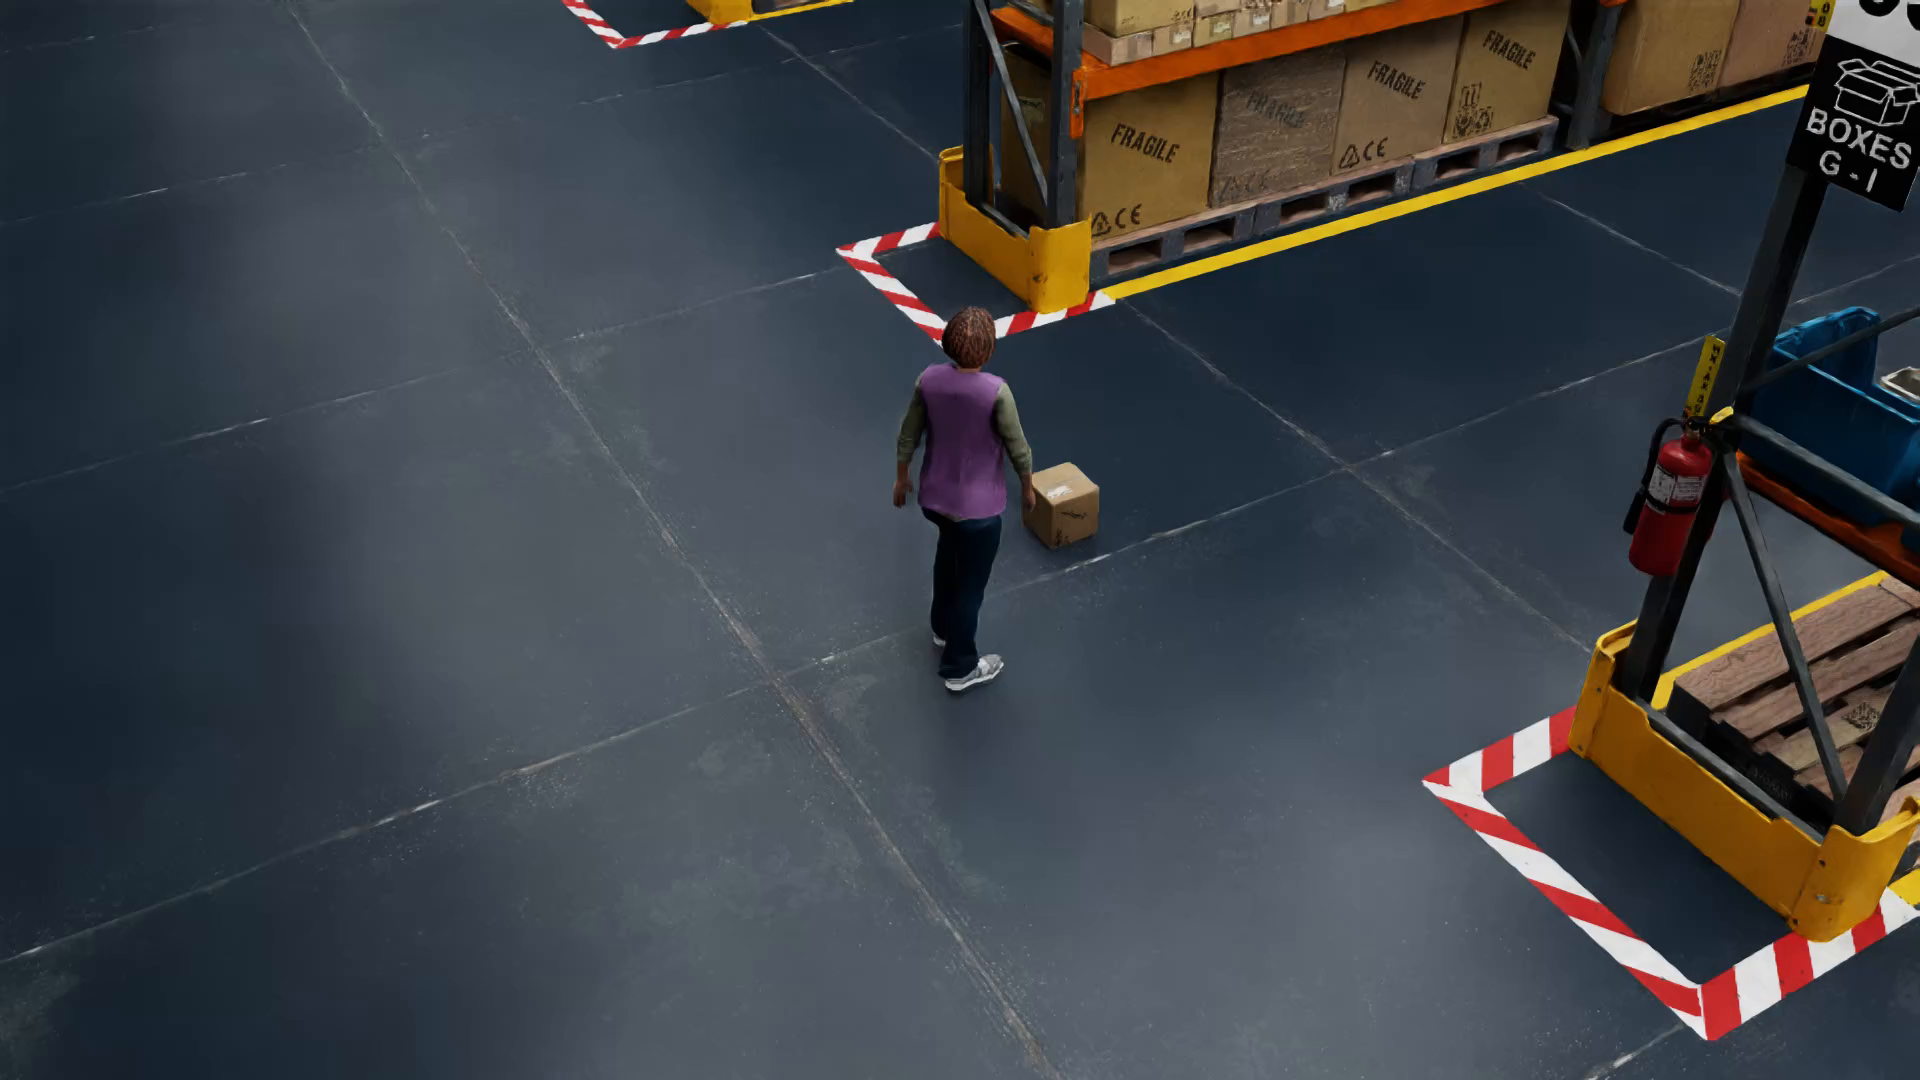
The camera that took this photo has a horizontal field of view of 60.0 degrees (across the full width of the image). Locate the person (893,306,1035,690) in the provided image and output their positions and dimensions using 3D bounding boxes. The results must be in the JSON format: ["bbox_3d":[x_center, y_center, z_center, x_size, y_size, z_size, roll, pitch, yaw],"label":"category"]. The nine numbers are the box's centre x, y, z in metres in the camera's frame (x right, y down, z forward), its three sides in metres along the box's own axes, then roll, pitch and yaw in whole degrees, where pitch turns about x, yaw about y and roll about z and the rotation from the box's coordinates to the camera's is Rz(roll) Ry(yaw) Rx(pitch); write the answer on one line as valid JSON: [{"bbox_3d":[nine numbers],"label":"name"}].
[{"bbox_3d":[-0.009,-0.155,6.361,0.542,1.577,0.458,21,42,25],"label":"person"}]
